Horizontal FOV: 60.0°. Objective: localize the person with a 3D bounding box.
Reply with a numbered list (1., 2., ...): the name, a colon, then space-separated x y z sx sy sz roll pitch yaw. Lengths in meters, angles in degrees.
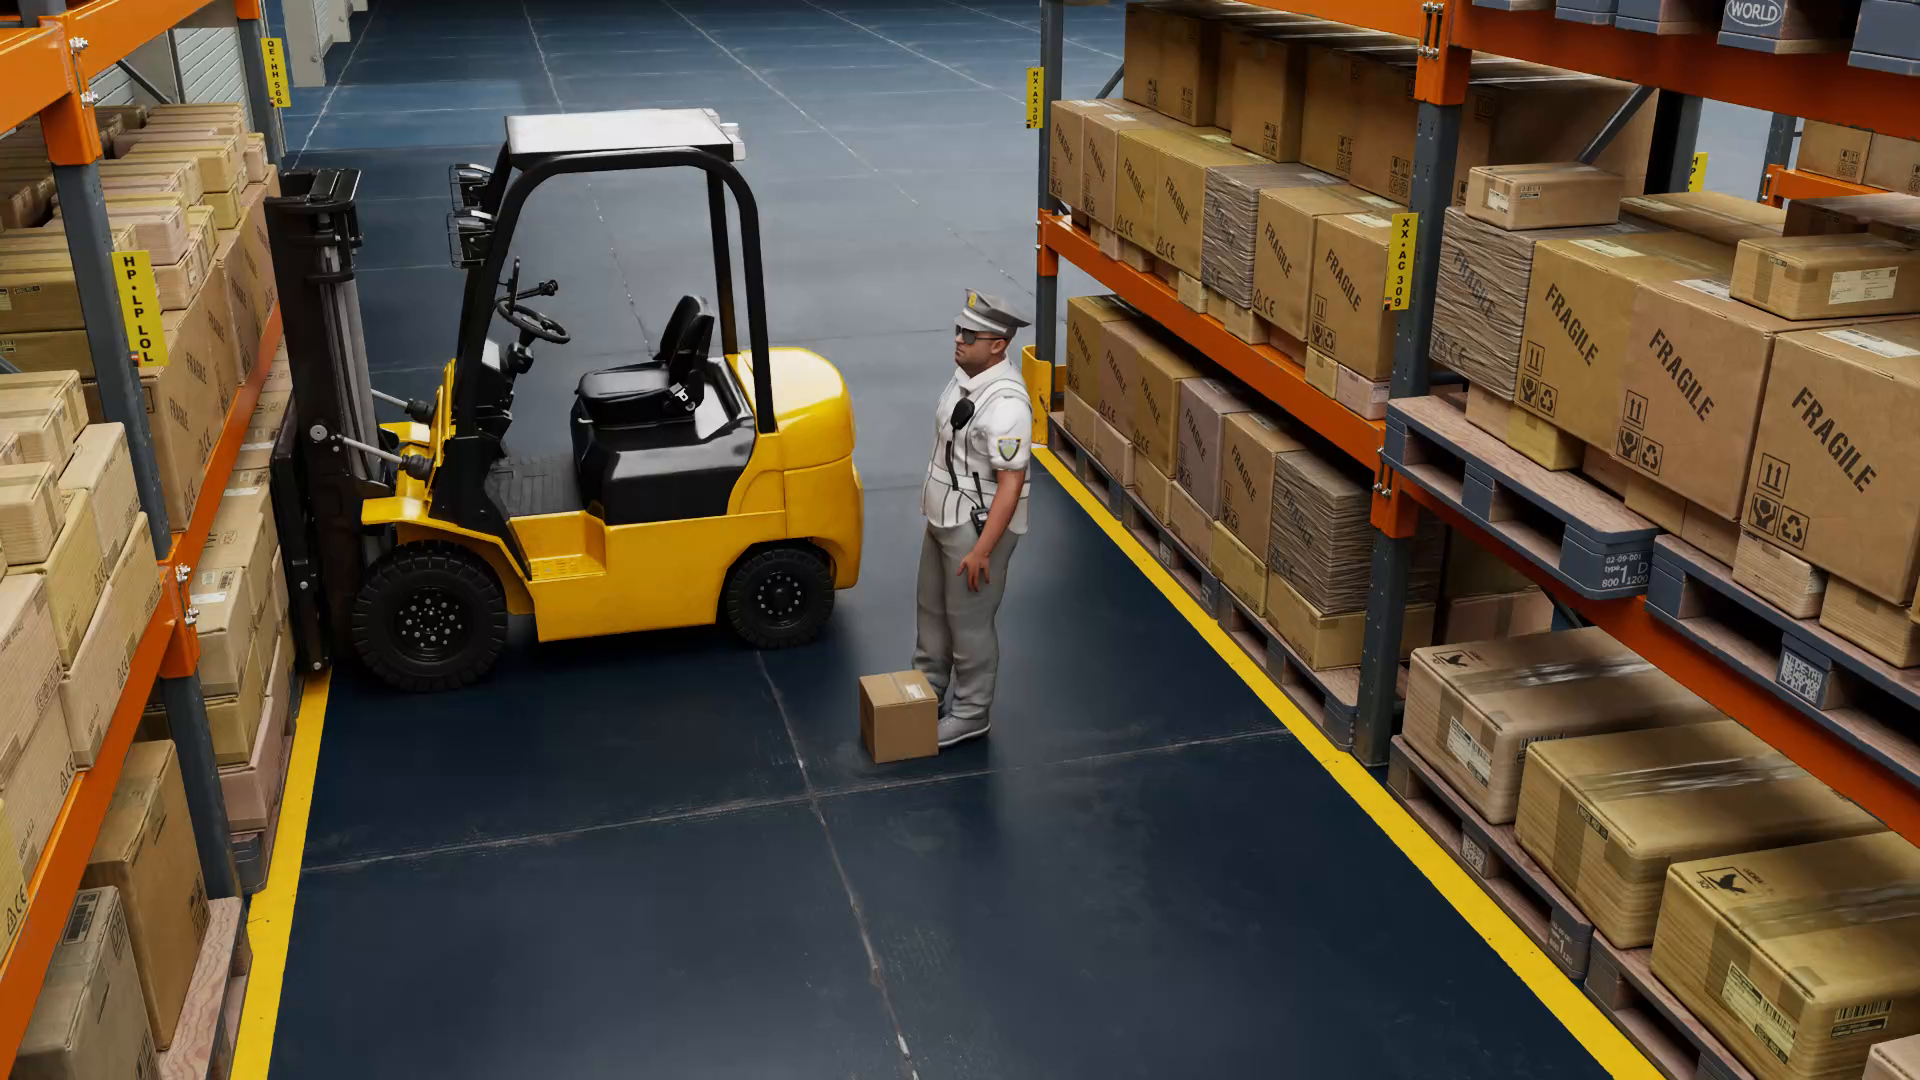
1. person: -0.038 -0.069 6.190 0.575 1.781 0.640 -6 24 -14
